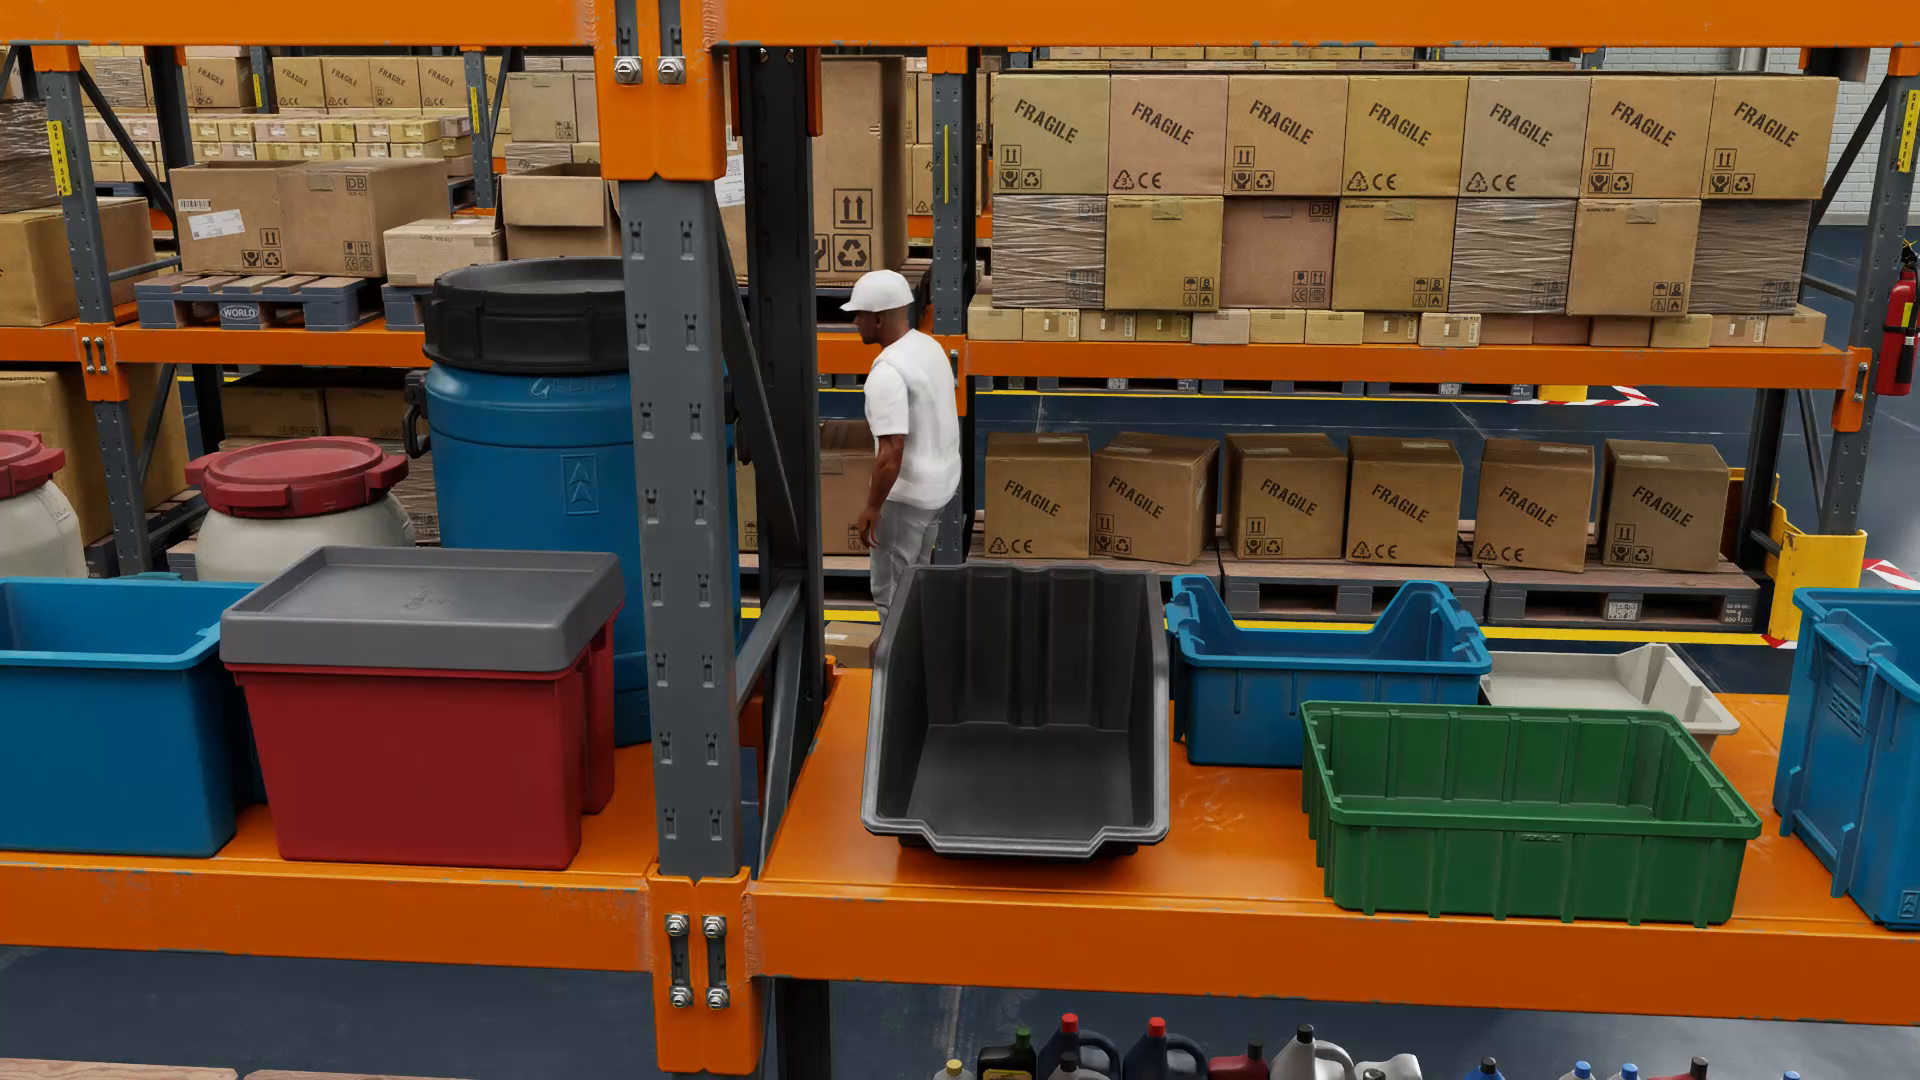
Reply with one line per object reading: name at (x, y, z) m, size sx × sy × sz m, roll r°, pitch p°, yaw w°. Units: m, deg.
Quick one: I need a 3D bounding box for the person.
person at (-0.236, -0.198, 6.649) m, size 0.457 × 1.761 × 0.627 m, roll 6°, pitch 18°, yaw 17°
